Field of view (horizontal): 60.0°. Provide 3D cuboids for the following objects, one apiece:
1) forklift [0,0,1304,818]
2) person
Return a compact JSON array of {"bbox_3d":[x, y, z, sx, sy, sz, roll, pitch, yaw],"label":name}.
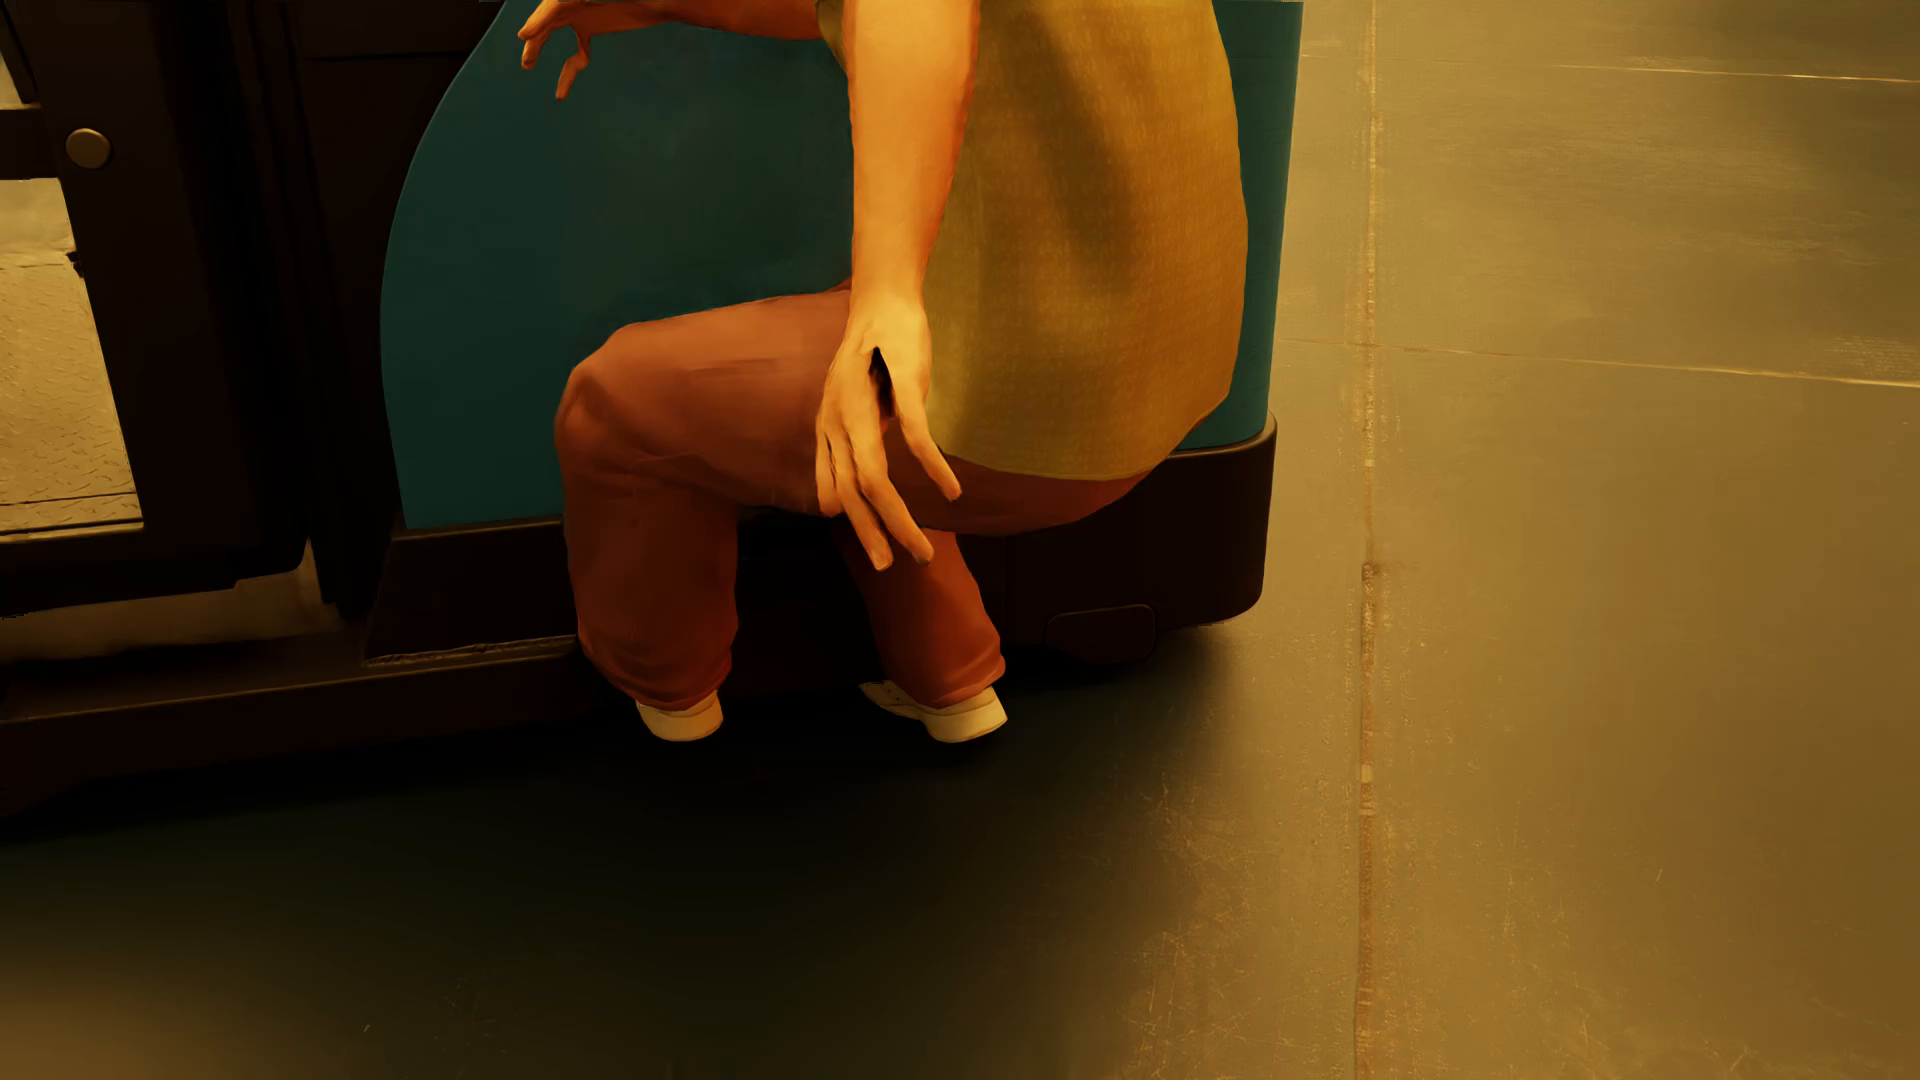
[{"bbox_3d":[-1.172,-1.215,1.655,3.031,2.935,1.130,-6,27,-12],"label":"forklift"},{"bbox_3d":[-0.190,-0.201,1.453,0.915,1.399,0.976,13,30,25],"label":"person"}]
